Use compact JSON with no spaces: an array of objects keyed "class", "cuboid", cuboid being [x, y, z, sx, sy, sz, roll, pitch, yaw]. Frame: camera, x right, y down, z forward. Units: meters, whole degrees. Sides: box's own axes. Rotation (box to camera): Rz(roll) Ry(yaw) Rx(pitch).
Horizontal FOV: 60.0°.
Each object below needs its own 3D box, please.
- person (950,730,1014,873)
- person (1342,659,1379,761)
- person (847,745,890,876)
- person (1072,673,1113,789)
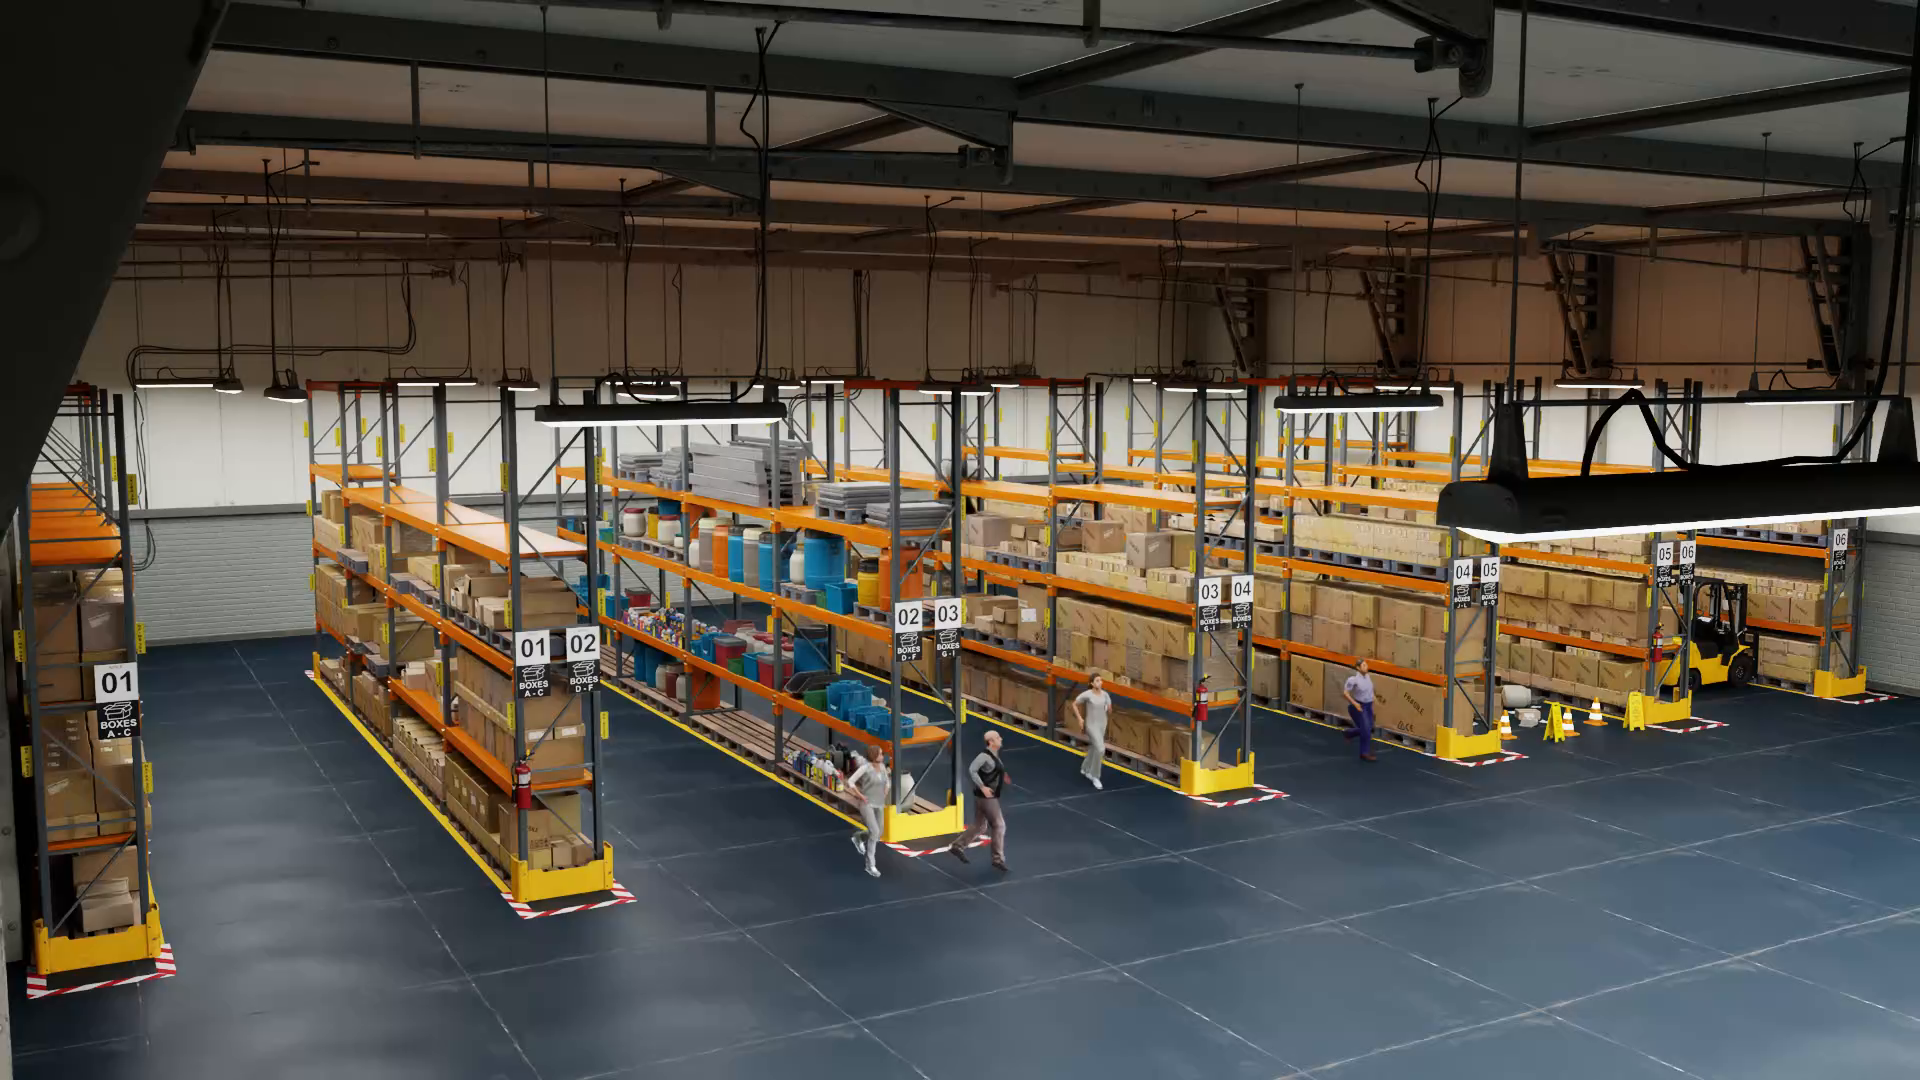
[{"class":"person","cuboid":[0.288,3.255,20.906,0.825,1.758,0.659,1,6,6]},{"class":"person","cuboid":[6.391,2.698,26.690,0.644,1.601,0.734,-5,8,-40]},{"class":"person","cuboid":[-1.113,3.358,20.928,0.771,1.570,0.566,6,8,44]},{"class":"person","cuboid":[2.027,2.848,24.980,0.531,1.720,0.738,-4,8,-36]}]
